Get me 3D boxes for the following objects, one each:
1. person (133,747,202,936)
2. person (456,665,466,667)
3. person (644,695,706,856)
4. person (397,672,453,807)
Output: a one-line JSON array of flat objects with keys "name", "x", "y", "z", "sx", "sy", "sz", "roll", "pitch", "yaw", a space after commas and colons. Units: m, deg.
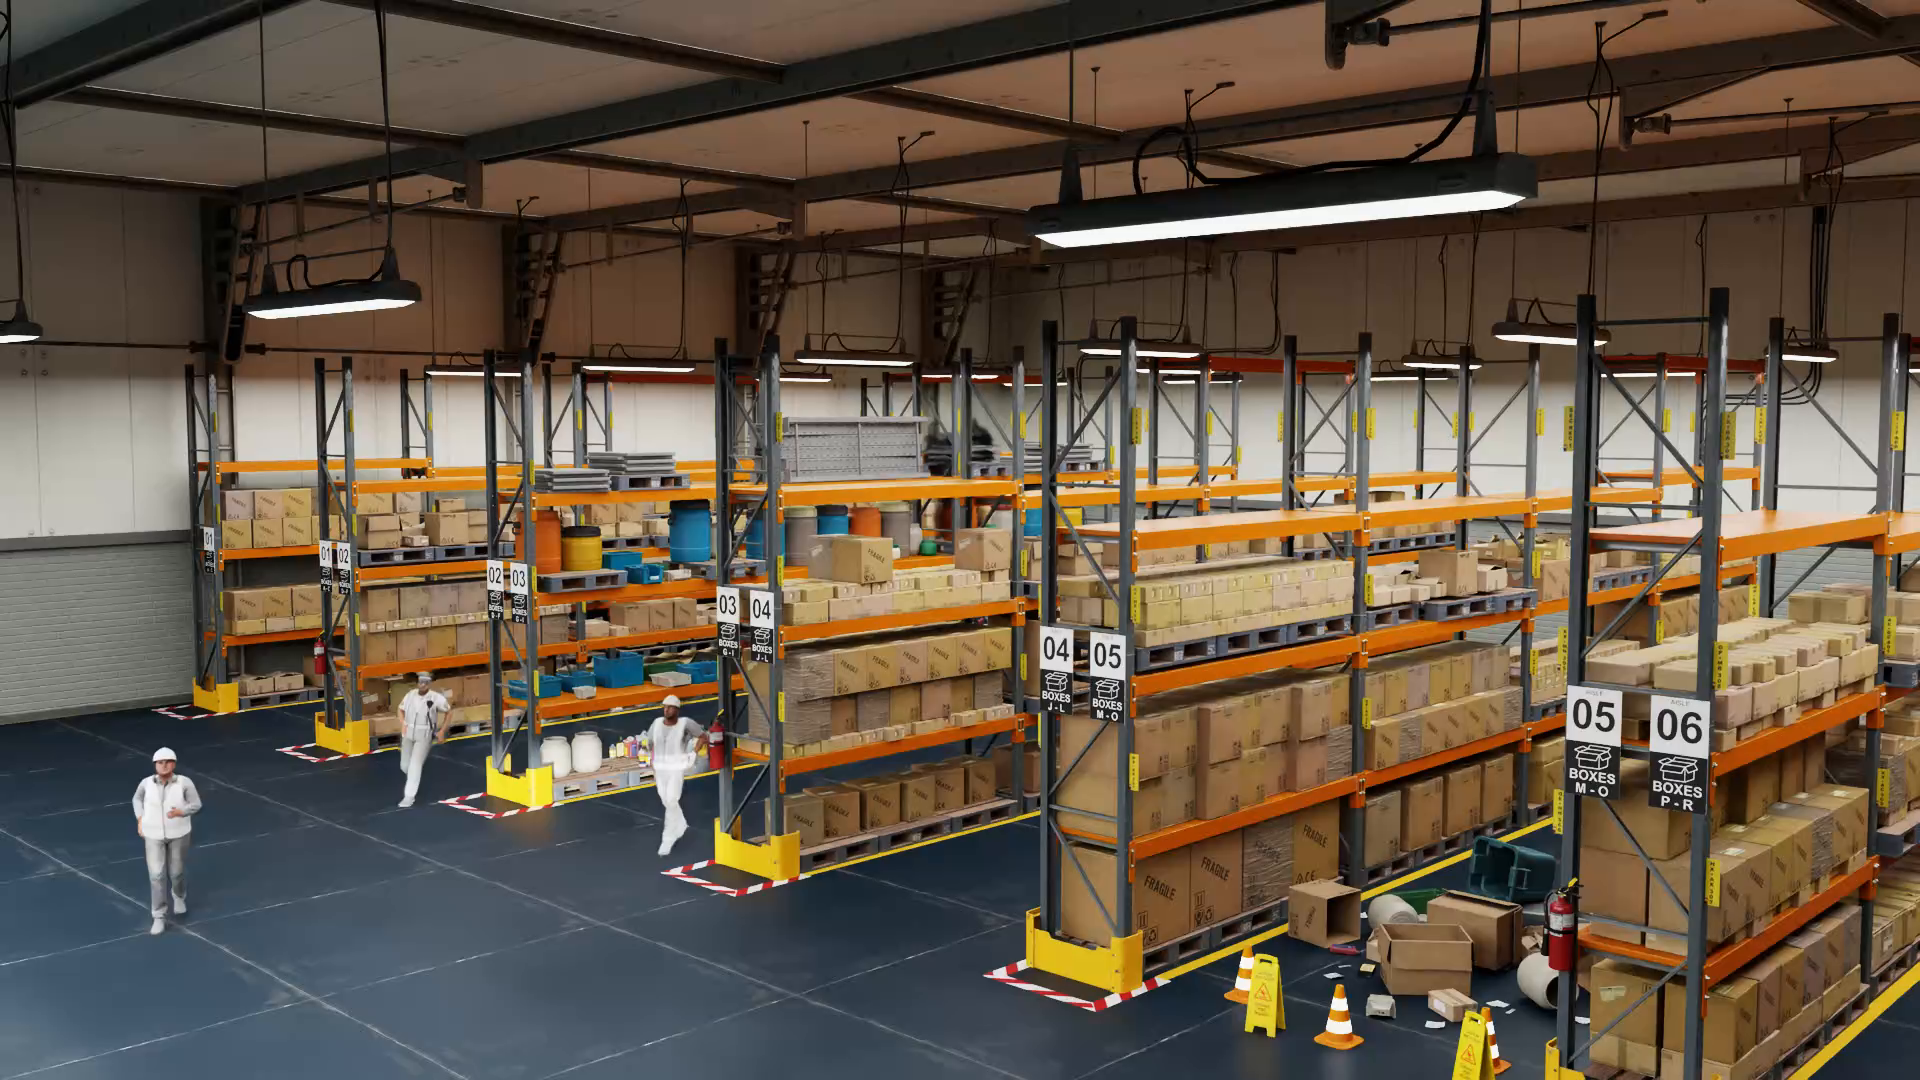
[{"name": "person", "x": -8.019, "y": 2.983, "z": 16.742, "sx": 0.576, "sy": 1.800, "sz": 0.811, "roll": -2, "pitch": 5, "yaw": -20}, {"name": "person", "x": -8.791, "y": 2.014, "z": 29.471, "sx": 0.692, "sy": 1.841, "sz": 0.842, "roll": 3, "pitch": 5, "yaw": 34}, {"name": "person", "x": -3.428, "y": 2.746, "z": 19.716, "sx": 0.666, "sy": 1.824, "sz": 0.813, "roll": 2, "pitch": 5, "yaw": 21}, {"name": "person", "x": -7.146, "y": 2.604, "z": 22.124, "sx": 0.746, "sy": 1.755, "sz": 0.844, "roll": 0, "pitch": 4, "yaw": 2}]
